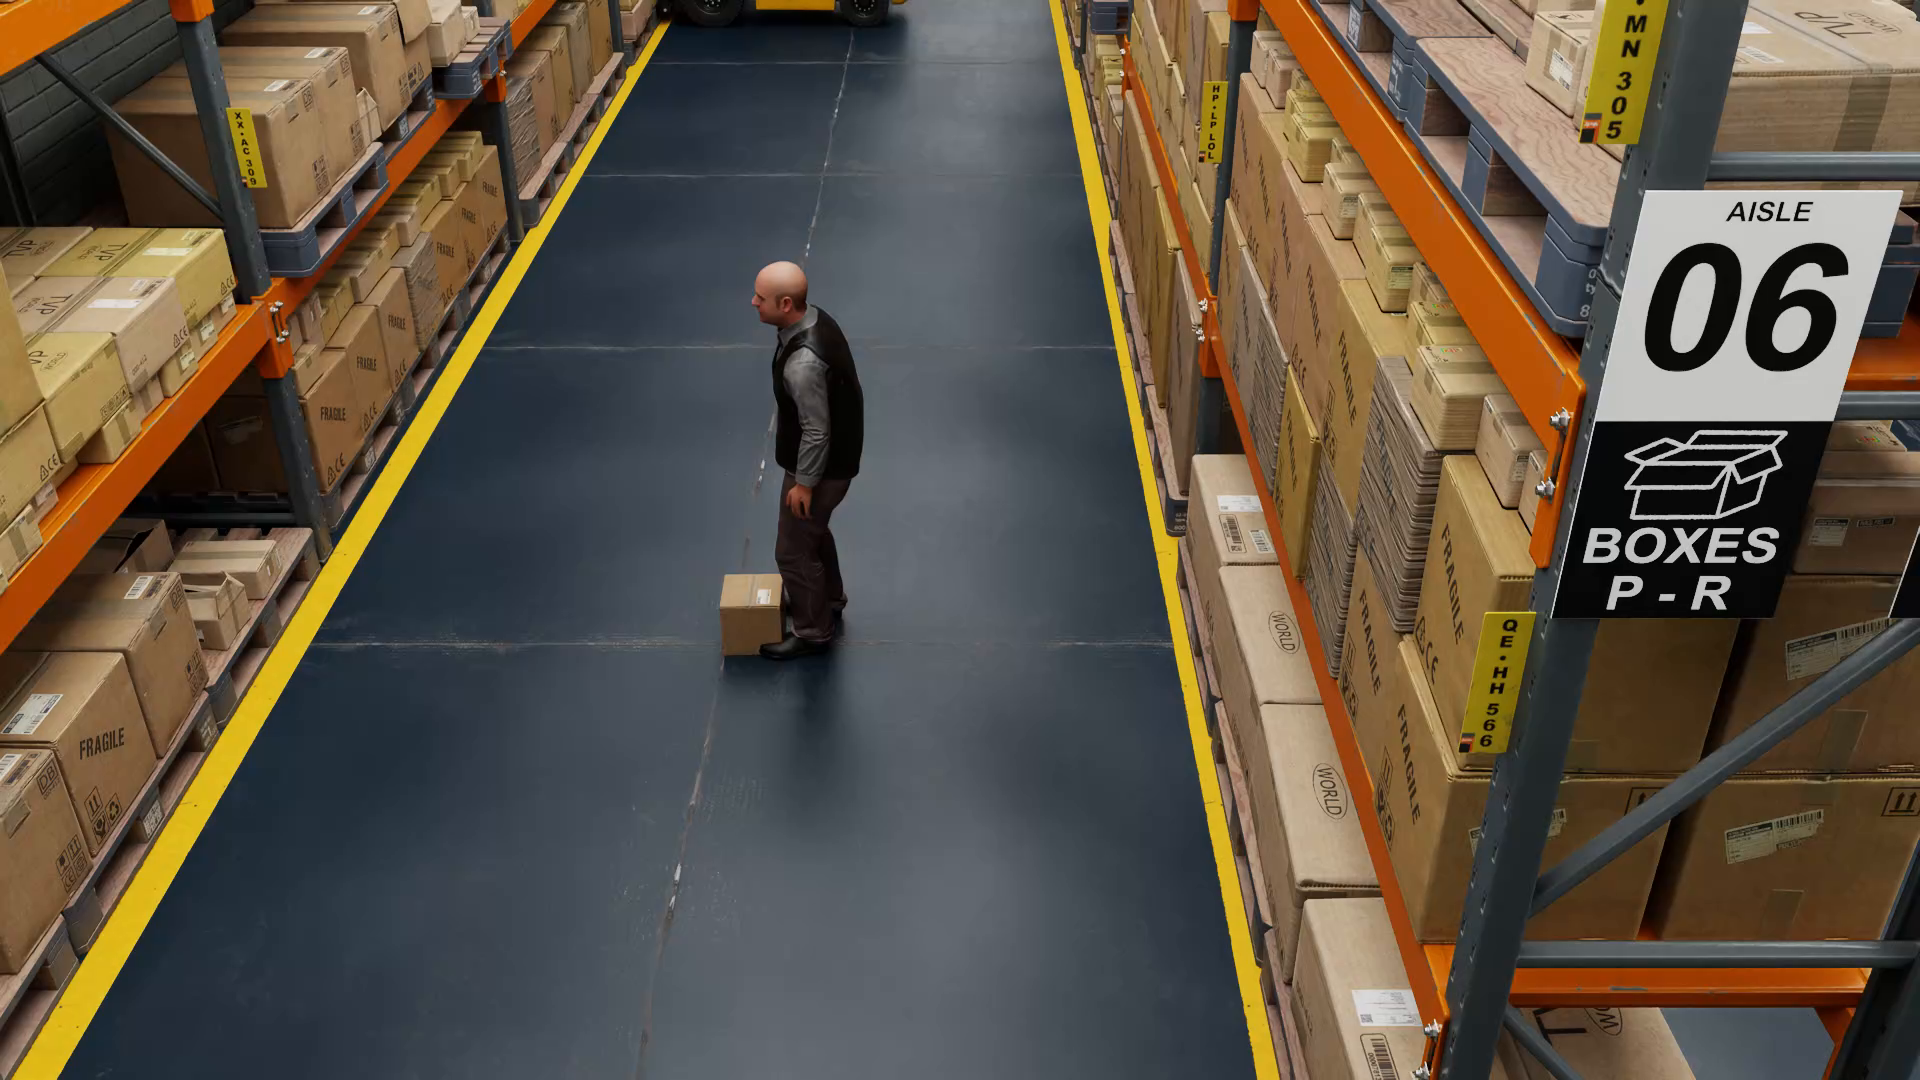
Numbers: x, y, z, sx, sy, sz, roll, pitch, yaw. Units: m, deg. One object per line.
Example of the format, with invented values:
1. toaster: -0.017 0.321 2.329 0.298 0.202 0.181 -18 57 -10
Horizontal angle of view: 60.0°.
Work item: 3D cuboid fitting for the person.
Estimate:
1. person: -0.618 -0.313 6.673 0.475 1.720 0.587 -2 31 -3
